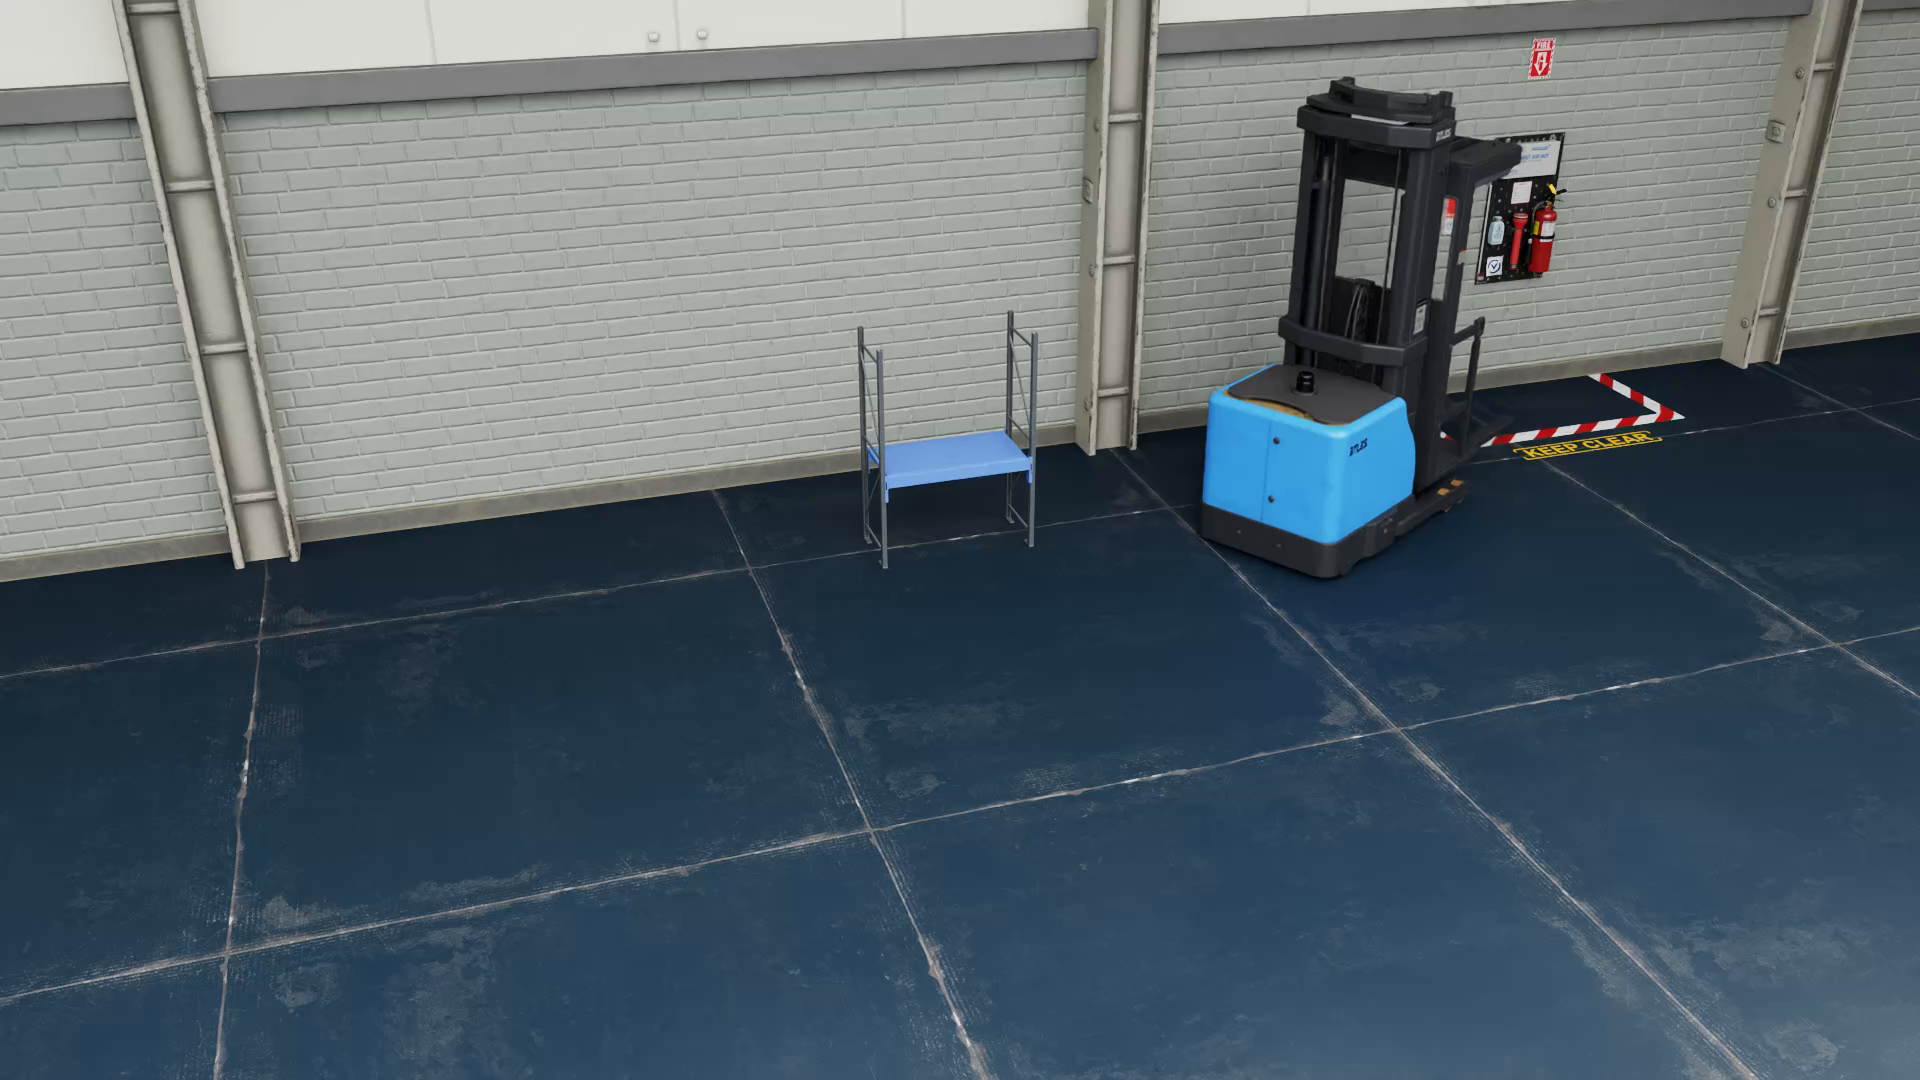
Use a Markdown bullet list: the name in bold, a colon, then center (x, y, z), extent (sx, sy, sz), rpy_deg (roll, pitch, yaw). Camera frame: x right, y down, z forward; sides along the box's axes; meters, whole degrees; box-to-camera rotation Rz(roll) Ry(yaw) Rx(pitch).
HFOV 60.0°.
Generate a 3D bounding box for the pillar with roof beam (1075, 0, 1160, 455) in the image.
- **pillar with roof beam**: center (2.444, -2.939, 7.044), extent (0.400, 9.000, 9.100), rpy_deg (-8, 28, -16)

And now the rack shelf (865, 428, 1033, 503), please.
- **rack shelf**: center (-0.081, -0.499, 10.967), extent (1.000, 0.185, 0.538), rpy_deg (-8, 28, -16)

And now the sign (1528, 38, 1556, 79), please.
- **sign**: center (4.416, -3.653, 12.623), extent (0.199, 0.298, 0.001), rpy_deg (-8, 28, -16)

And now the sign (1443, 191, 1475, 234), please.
- **sign**: center (3.897, -2.558, 12.982), extent (0.234, 0.329, 0.001), rpy_deg (-8, 28, -16)

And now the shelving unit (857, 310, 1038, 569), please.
- **shelving unit**: center (-0.081, -0.660, 10.887), extent (1.048, 1.500, 0.538), rpy_deg (-8, 28, -16)

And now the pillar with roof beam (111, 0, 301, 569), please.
- **pillar with roof beam**: center (-3.261, -2.113, 5.380), extent (0.400, 9.000, 9.100), rpy_deg (-8, 28, -16)

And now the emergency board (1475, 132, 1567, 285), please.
- **emergency board**: center (4.454, -2.574, 13.056), extent (0.643, 1.169, 0.194), rpy_deg (-8, 28, -16)

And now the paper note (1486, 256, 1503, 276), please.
- **paper note**: center (4.265, -2.184, 13.261), extent (0.142, 0.148, 0.016), rpy_deg (-8, 28, -16)

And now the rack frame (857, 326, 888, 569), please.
- **rack frame**: center (-0.564, -0.590, 10.746), extent (0.032, 1.500, 0.500), rpy_deg (-8, 28, -16)

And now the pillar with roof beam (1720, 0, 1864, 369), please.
- **pillar with roof beam**: center (8.149, -3.765, 8.708), extent (0.400, 9.000, 9.100), rpy_deg (-8, 28, -16)

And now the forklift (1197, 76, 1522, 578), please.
- **forklift**: center (2.955, -1.643, 11.258), extent (1.130, 2.935, 3.031), rpy_deg (22, 34, 37)

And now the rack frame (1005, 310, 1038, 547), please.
- **rack frame**: center (0.402, -0.730, 11.028), extent (0.032, 1.500, 0.500), rpy_deg (-8, 28, -16)
